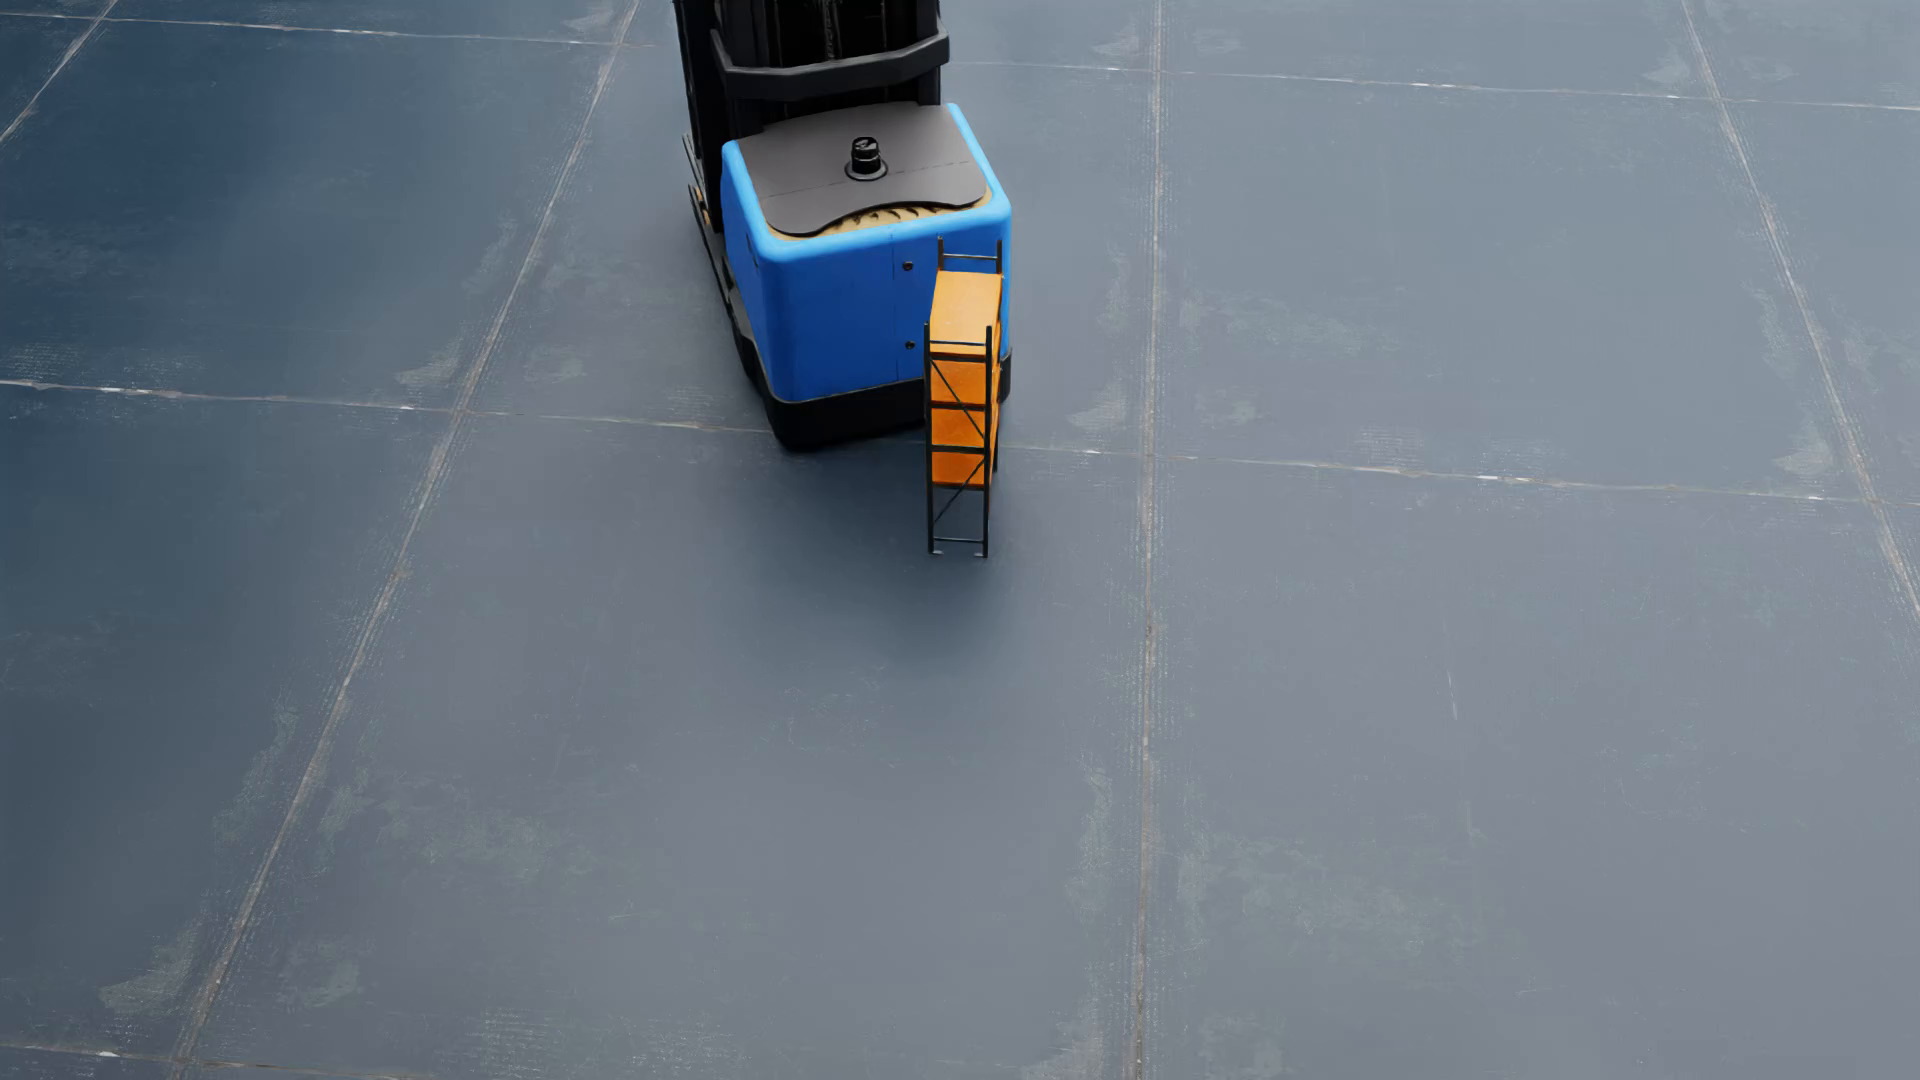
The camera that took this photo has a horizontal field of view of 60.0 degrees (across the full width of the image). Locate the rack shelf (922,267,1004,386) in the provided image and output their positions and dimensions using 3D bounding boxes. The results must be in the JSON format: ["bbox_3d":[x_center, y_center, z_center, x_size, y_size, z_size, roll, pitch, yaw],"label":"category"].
[{"bbox_3d":[0.015,-0.792,6.129,0.258,0.148,0.480,4,48,4],"label":"rack shelf"}]

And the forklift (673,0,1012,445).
[{"bbox_3d":[-0.694,-2.502,7.052,1.130,2.935,3.031,-13,49,-11],"label":"forklift"}]

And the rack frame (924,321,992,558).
[{"bbox_3d":[-0.007,-0.347,6.255,0.240,1.200,0.015,4,48,4],"label":"rack frame"}]

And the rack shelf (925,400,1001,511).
[{"bbox_3d":[0.015,-0.347,6.615,0.258,0.148,0.480,4,48,4],"label":"rack shelf"}]

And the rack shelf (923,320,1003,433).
[{"bbox_3d":[0.015,-0.632,6.303,0.258,0.148,0.480,4,48,4],"label":"rack shelf"}]

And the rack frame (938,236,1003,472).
[{"bbox_3d":[0.037,-0.706,6.582,0.240,1.200,0.015,4,48,4],"label":"rack frame"}]

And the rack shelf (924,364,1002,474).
[{"bbox_3d":[0.015,-0.481,6.468,0.258,0.148,0.480,4,48,4],"label":"rack shelf"}]

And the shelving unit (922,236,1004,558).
[{"bbox_3d":[0.015,-0.527,6.419,0.258,1.200,0.503,4,48,4],"label":"shelving unit"}]
